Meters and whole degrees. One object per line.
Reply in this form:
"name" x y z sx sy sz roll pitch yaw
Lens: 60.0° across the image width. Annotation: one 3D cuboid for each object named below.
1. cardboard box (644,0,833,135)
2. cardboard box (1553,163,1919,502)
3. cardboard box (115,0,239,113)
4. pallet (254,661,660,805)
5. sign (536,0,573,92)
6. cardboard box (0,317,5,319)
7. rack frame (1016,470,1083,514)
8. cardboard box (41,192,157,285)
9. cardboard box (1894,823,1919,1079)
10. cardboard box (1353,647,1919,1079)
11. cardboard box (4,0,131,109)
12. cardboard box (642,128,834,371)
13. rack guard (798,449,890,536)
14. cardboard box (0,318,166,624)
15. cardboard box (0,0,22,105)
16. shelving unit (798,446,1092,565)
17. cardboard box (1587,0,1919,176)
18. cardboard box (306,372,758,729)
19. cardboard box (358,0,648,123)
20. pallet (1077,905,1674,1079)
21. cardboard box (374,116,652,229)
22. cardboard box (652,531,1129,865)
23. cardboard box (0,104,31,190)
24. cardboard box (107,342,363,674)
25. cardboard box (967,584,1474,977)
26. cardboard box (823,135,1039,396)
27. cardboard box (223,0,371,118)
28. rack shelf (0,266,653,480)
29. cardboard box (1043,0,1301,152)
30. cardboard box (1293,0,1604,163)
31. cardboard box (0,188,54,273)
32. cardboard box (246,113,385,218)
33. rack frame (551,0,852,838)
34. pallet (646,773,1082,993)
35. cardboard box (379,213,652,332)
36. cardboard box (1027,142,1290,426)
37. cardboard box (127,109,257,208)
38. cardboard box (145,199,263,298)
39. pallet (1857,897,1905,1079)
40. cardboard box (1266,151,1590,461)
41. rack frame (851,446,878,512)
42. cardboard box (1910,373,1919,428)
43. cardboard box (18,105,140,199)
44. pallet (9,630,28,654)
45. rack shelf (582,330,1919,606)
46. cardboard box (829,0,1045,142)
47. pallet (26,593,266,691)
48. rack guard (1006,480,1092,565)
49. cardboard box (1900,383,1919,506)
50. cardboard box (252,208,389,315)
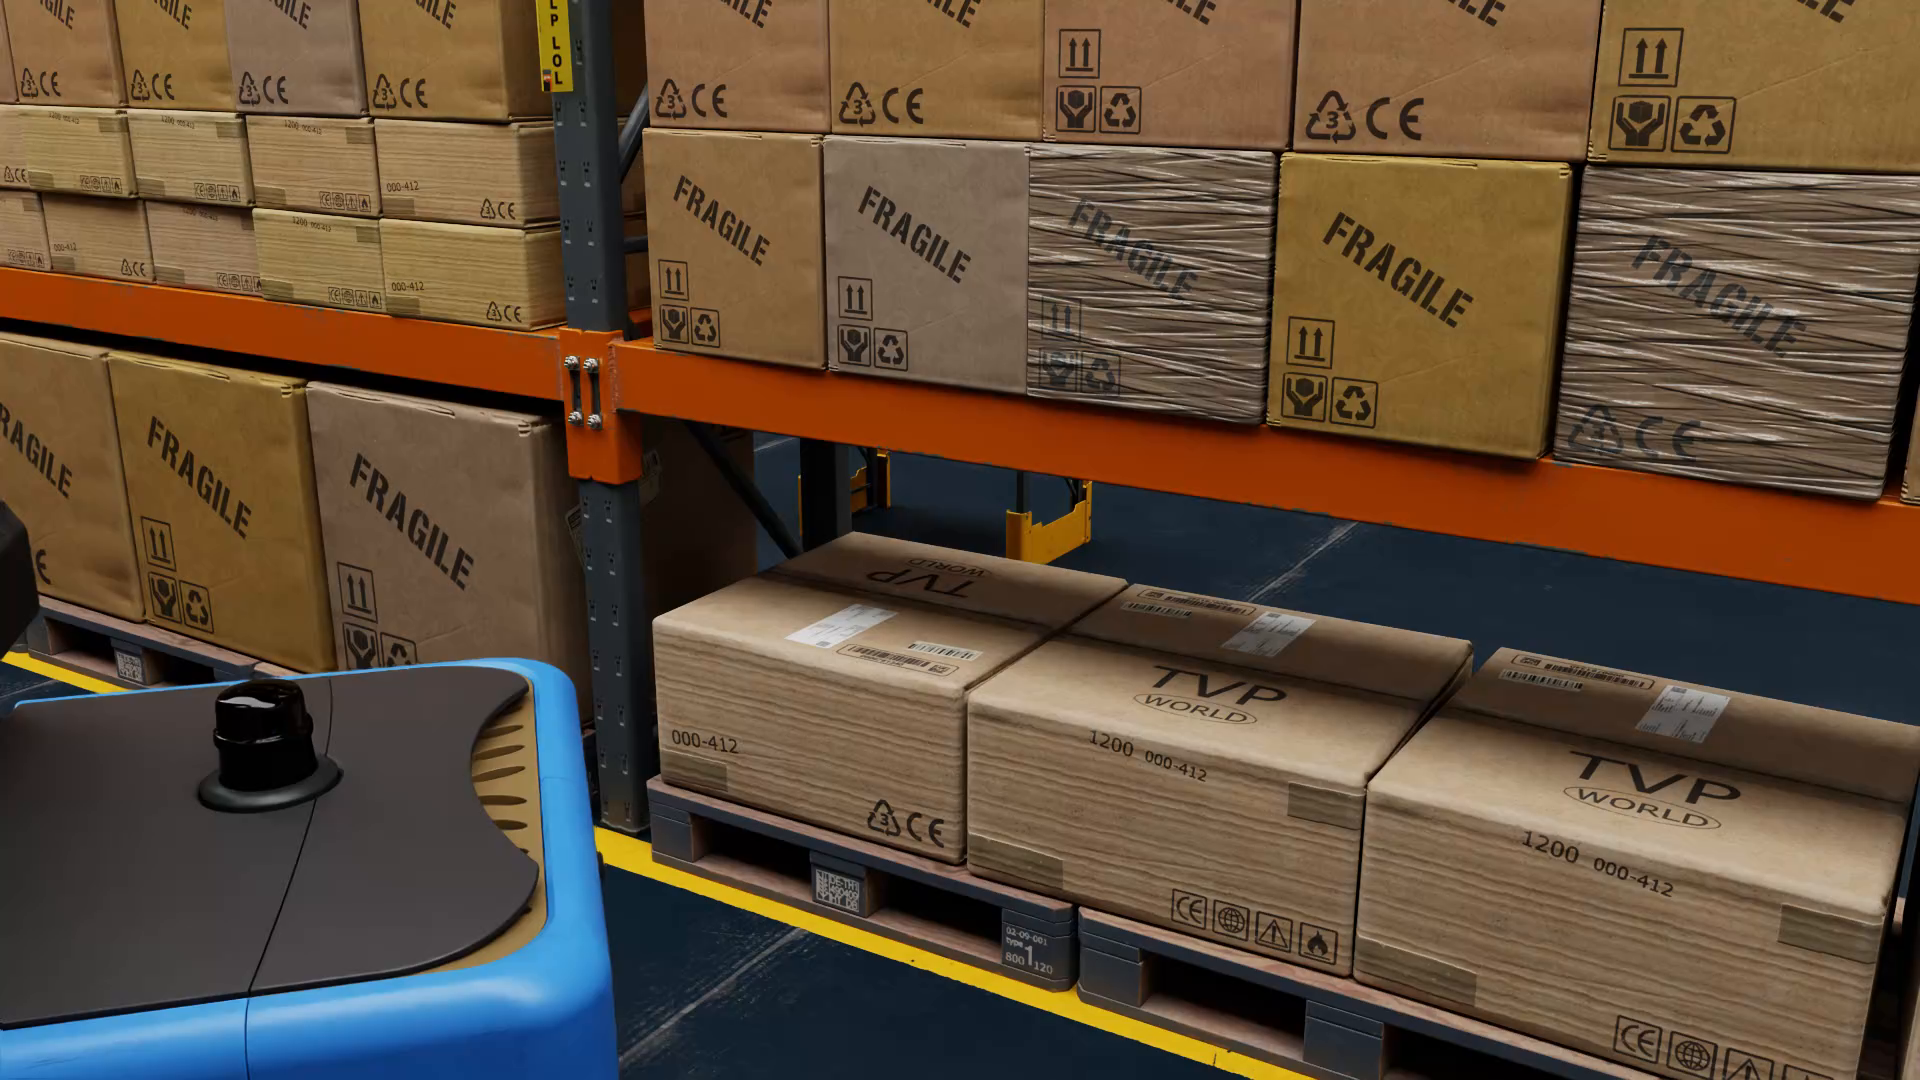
"cardboard box" -0.355 -1.187 3.735 0.500 0.500 0.500 10 20 30
"cardboard box" 1.361 -0.396 2.853 0.500 0.500 0.500 11 20 32
"cardboard box" -2.013 -1.484 4.713 0.500 0.500 0.500 11 20 32
"pallet" -1.331 0.442 5.061 1.213 0.211 1.003 10 20 30
"sign" -0.910 -1.173 3.727 0.005 0.325 0.100 10 20 30
"cardboard box" -3.498 -0.460 6.168 0.875 0.875 0.875 10 20 30
"rack frame" 0.360 -0.653 6.451 0.032 1.500 0.500 10 20 30
"cardboard box" -2.444 -0.964 5.151 0.500 0.250 0.500 10 20 30
"cardboard box" 2.159 0.765 2.889 0.875 0.438 0.875 9 19 28
"cardboard box" 1.375 0.628 3.340 0.875 0.438 0.875 11 20 32
"cardboard box" -2.462 -1.559 4.960 0.500 0.500 0.500 10 20 31
"cardboard box" -0.372 -0.705 3.868 0.500 0.500 0.500 11 20 32
"rack guard" -0.489 -0.207 7.132 0.087 0.250 0.587 10 20 30
"cardboard box" -2.740 -0.323 5.718 0.875 0.875 0.875 10 20 31
"cardboard box" -2.890 -1.637 5.216 0.500 0.500 0.500 11 20 32
"shelving unit" -0.065 -0.729 6.701 1.083 1.500 0.587 10 20 30
"cardboard box" 1.358 -0.874 2.704 0.500 0.500 0.500 10 20 30
"cardboard box" -1.205 -0.052 4.824 0.875 0.875 0.875 11 20 32
"cardboard box" -1.146 -1.325 4.190 0.500 0.500 0.500 11 20 32
"pallet" 1.016 0.862 3.682 1.213 0.211 1.003 10 20 30
"cardboard box" -1.137 -0.967 4.303 0.500 0.250 0.500 10 20 30
"cardboard box" -0.156 0.354 4.241 0.875 0.438 0.875 10 19 29
"cardboard box" -2.882 -1.273 5.309 0.500 0.250 0.500 10 20 30
"cardboard box" -1.978 -0.187 5.270 0.875 0.875 0.875 11 20 32
"cardboard box" 0.608 0.490 3.793 0.875 0.438 0.875 9 19 28
"cardboard box" 0.055 -0.627 3.613 0.500 0.500 0.500 10 20 30
"cardboard box" -1.591 -1.402 4.443 0.500 0.500 0.500 11 20 31
"rack shelf" -2.339 -0.753 5.437 4.000 0.370 1.077 10 20 30
"cardboard box" 0.502 -1.028 3.212 0.500 0.500 0.500 11 20 31
"cardboard box" 0.931 -0.951 2.957 0.500 0.500 0.500 10 20 30
"cardboard box" -2.867 -1.038 5.396 0.500 0.250 0.500 11 20 32
"cardboard box" -1.567 -1.042 4.547 0.500 0.250 0.500 11 20 31
"rack frame" -0.634 -0.793 4.331 0.127 3.000 1.000 10 20 30
"pallet" -0.027 0.676 4.292 1.213 0.211 1.003 10 20 30
"cardboard box" -1.149 -0.727 4.372 0.500 0.250 0.500 10 19 29
"cardboard box" 0.476 -0.550 3.359 0.500 0.500 0.500 10 20 30
"cardboard box" -2.012 -1.119 4.802 0.500 0.250 0.500 11 20 31
"cardboard box" -2.002 -0.886 4.896 0.500 0.250 0.500 10 19 29
"pallet" 2.052 1.047 3.070 1.213 0.211 1.003 10 20 30
"cardboard box" 0.915 -0.472 3.101 0.500 0.500 0.500 11 20 32
"rack frame" -0.506 -0.808 6.961 0.032 1.500 0.500 10 20 30
"cardboard box" 1.646 -0.528 3.288 0.500 0.500 0.500 10 20 30
"cardboard box" -2.457 -1.193 5.044 0.500 0.250 0.500 11 20 31
"pallet" -3.410 0.071 6.283 1.213 0.211 1.003 10 20 30
"rack shelf" 1.070 -0.145 3.434 4.000 0.370 1.077 10 20 30
"cardboard box" 0.072 -1.109 3.477 0.500 0.500 0.500 10 19 29
"pallet" -2.375 0.257 5.672 1.213 0.211 1.003 10 20 30
"rack guard" 0.359 -0.055 6.634 0.087 0.250 0.587 10 20 30
"cardboard box" 1.805 -0.320 2.603 0.500 0.500 0.500 10 19 29
"cardboard box" -1.582 -0.805 4.628 0.500 0.250 0.500 10 19 29
